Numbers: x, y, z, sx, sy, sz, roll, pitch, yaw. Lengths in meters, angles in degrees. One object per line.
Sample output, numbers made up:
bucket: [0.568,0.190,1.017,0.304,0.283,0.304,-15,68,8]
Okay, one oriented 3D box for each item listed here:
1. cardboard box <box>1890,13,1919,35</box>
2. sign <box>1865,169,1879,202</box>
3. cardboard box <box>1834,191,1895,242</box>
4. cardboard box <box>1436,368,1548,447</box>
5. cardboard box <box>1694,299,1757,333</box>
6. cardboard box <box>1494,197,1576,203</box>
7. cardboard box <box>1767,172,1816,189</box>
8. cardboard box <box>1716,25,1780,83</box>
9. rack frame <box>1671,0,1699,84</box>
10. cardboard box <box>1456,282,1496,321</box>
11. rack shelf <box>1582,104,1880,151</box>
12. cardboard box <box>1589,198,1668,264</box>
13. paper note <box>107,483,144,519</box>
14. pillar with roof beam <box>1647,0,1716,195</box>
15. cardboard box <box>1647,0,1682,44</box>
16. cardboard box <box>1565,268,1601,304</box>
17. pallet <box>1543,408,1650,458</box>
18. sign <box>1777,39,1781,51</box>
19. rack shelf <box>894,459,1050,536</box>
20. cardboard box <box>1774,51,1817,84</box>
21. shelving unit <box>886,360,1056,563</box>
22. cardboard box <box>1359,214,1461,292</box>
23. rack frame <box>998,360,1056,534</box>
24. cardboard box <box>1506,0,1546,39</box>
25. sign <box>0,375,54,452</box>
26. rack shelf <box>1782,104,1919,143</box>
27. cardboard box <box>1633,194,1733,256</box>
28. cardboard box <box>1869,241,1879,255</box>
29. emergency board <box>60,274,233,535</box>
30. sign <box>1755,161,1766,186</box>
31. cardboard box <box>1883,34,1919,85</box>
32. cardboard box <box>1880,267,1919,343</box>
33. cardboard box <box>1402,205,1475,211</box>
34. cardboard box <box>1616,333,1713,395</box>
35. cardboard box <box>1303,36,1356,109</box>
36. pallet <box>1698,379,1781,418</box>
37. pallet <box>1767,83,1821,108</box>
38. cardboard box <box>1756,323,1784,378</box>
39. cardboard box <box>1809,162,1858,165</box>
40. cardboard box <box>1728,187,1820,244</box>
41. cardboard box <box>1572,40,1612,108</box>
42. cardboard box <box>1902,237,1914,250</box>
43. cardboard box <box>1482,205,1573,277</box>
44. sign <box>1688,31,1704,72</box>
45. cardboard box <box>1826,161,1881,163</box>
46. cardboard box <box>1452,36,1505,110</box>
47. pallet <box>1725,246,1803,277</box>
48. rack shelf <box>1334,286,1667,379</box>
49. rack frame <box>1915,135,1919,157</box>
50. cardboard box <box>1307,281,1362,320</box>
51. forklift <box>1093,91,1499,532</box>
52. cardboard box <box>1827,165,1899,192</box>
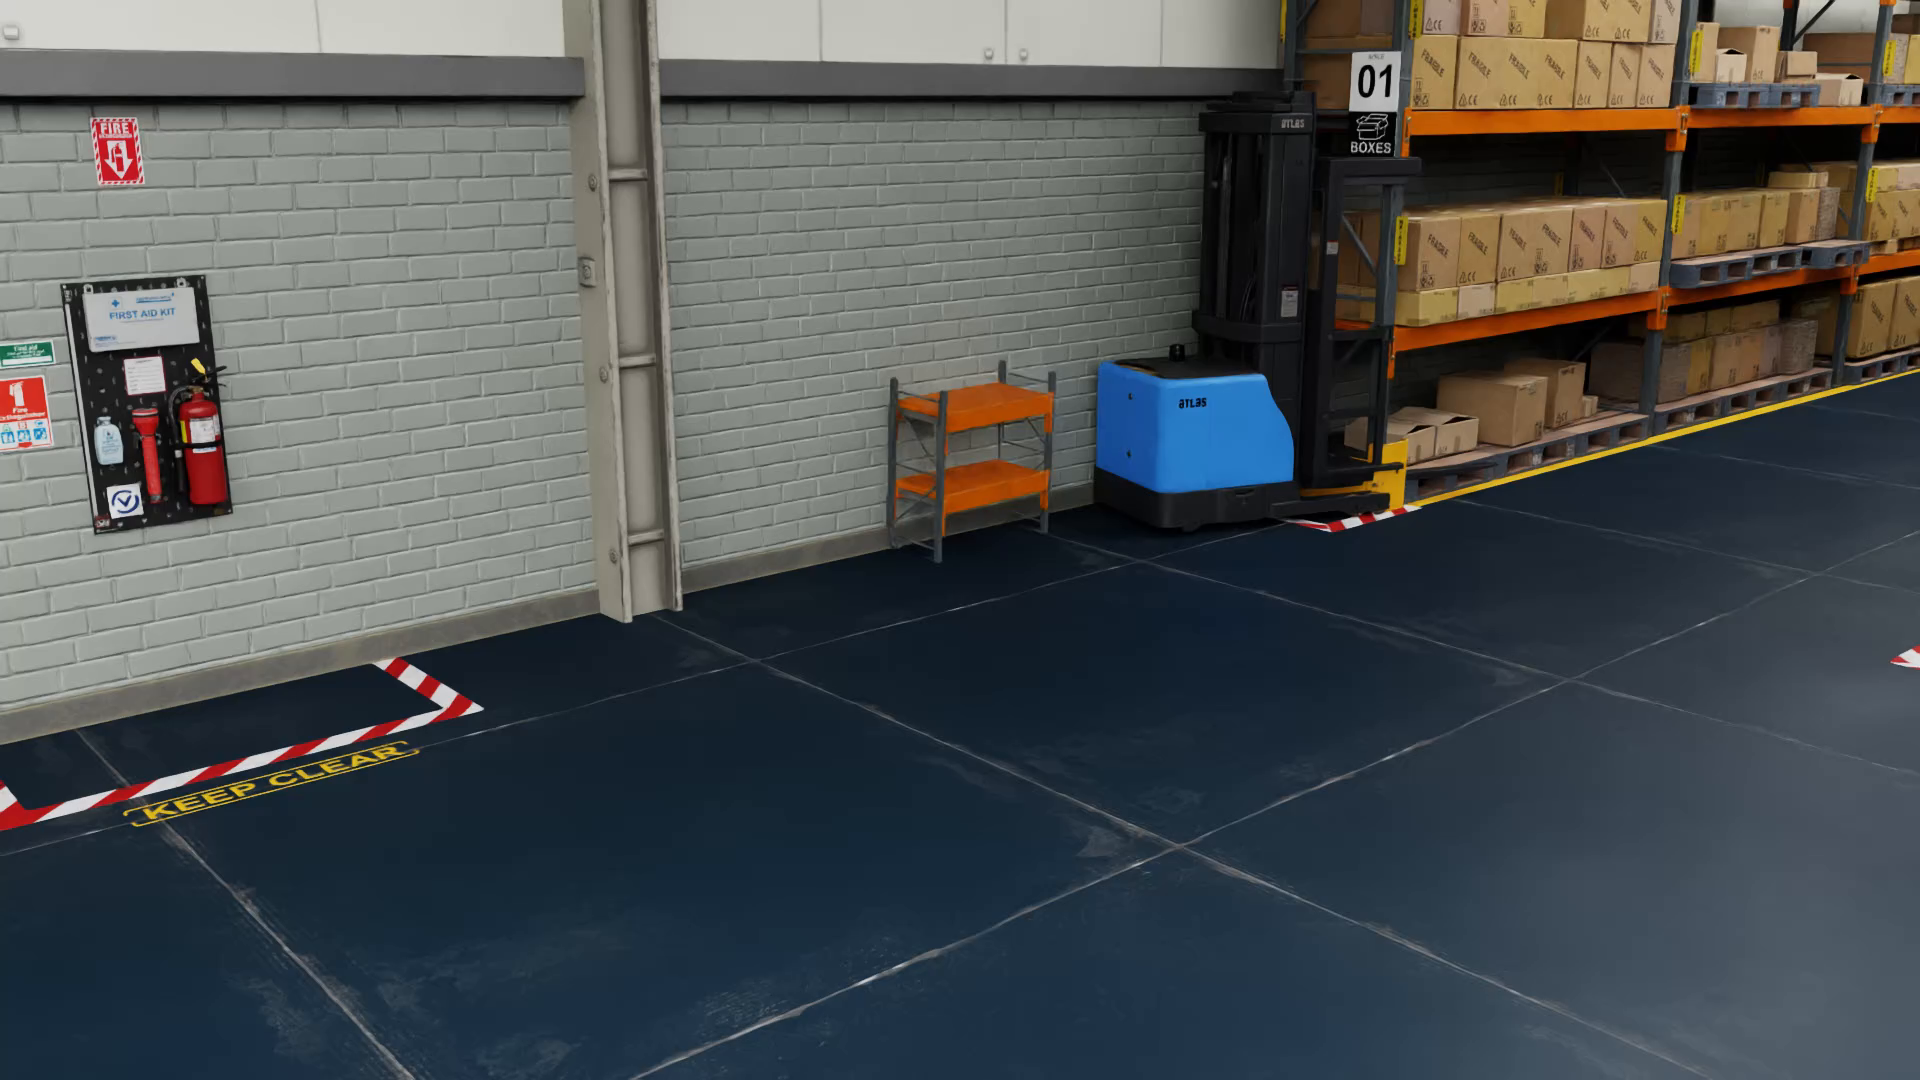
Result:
cardboard box: [10.598,-5.652,18.287,0.500,0.250,0.500,-13,20,-41]
sign: [9.100,-3.539,16.598,0.005,0.325,0.100,-13,19,-39]
cardboard box: [9.271,-3.357,17.195,0.500,0.500,0.500,-12,19,-38]
cardboard box: [4.299,-1.083,13.483,0.500,0.500,0.700,-14,21,-43]
cardboard box: [7.372,-2.185,16.156,0.500,0.250,0.500,-13,20,-40]
cardboard box: [4.835,-2.618,14.039,0.500,0.500,0.500,-13,20,-40]
cardboard box: [8.263,-3.575,16.518,0.380,0.149,0.250,12,19,38]
cardboard box: [7.115,-4.431,15.207,0.500,0.500,0.500,-14,20,-41]
rack frame: [5.719,-5.343,13.816,0.127,3.000,1.000,-13,19,-39]
cardboard box: [3.661,-1.816,12.488,0.500,0.250,0.500,-13,20,-41]
rack shelf: [7.228,-3.885,15.564,4.000,0.370,1.077,-13,19,-39]
cardboard box: [5.566,-2.604,13.985,0.500,0.500,0.500,-13,20,-39]
paper note: [-3.932,-0.184,7.835,0.142,0.148,0.016,-13,19,-39]
pillar with roof beam: [10.014,-5.131,13.021,0.400,9.000,9.100,-13,19,-39]
cardboard box: [5.519,-4.297,13.543,0.500,0.500,0.500,14,20,42]
cardboard box: [4.810,-2.072,13.445,0.500,0.250,0.500,-13,20,-40]
pallet: [5.236,-0.977,14.498,1.213,0.211,1.003,-13,19,-39]
sign: [8.379,-4.969,17.073,0.005,0.325,0.100,-13,19,-39]
rack shelf: [0.066,-0.310,11.122,1.000,0.278,0.538,-15,24,-43]
cardboard box: [7.698,-4.430,15.969,0.637,0.503,0.797,-9,18,-32]
shelving unit: [0.075,-0.543,11.049,1.048,1.125,0.538,-15,24,-43]
cardboard box: [3.259,-2.089,12.057,0.500,0.500,0.500,-13,19,-39]
rack frame: [0.435,-0.638,11.396,0.032,1.125,0.500,-15,24,-43]
cardboard box: [3.943,-3.939,12.203,0.500,0.500,0.500,-12,19,-38]
sign: [-4.238,-0.570,7.503,0.234,0.329,0.001,-13,19,-39]
rack shelf: [10.246,-4.563,18.101,4.000,0.370,1.077,-13,19,-39]
cardboard box: [6.552,-2.878,15.168,0.500,0.500,0.700,-10,18,-34]
cardboard box: [9.333,-3.062,17.350,0.250,0.149,0.380,-12,19,-39]
emergency board: [-3.754,-0.627,7.783,0.643,1.169,0.194,-13,19,-39]
sign: [8.370,-3.789,17.380,0.005,0.325,0.100,-13,19,-39]
cardboard box: [9.856,-5.117,17.735,0.500,0.500,0.700,-11,19,-37]
cardboard box: [10.681,-2.678,18.814,0.750,0.750,0.750,-12,19,-38]
cardboard box: [3.691,-2.360,13.070,0.500,0.500,0.500,-13,20,-41]
cardboard box: [6.620,-1.675,15.699,0.500,0.500,0.700,-13,20,-40]
cardboard box: [2.850,-3.394,12.100,0.500,0.500,0.500,-11,18,-35]
pallet: [7.226,-1.438,16.223,1.213,0.211,1.003,-13,19,-39]
pallet: [7.035,-4.063,15.201,1.003,0.211,1.213,-13,19,-39]
cardboard box: [7.763,-1.931,16.656,0.500,0.500,0.700,-13,20,-39]
cardboard box: [9.302,-3.901,17.779,0.500,0.250,0.500,-13,20,-41]
cardboard box: [7.985,-3.202,16.378,0.700,0.500,0.500,14,20,42]
cardboard box: [4.718,-3.634,12.997,0.500,0.500,0.500,-14,20,-41]
cardboard box: [10.090,-3.245,18.033,0.250,0.149,0.380,-12,19,-39]
cardboard box: [4.414,-2.347,13.022,0.500,0.500,0.500,-12,19,-38]
sign: [6.081,-4.039,13.746,0.005,0.325,0.100,-13,19,-39]
cardboard box: [9.691,-3.987,18.102,0.500,0.250,0.500,-13,20,-41]
cardboard box: [3.547,-3.366,11.995,0.500,0.500,0.500,-11,19,-36]
pallet: [7.270,-2.686,15.866,1.213,0.211,1.003,-13,19,-39]
rack shelf: [4.210,-1.758,13.415,4.000,0.370,1.077,-13,19,-39]
rack frame: [11.754,-3.800,19.664,0.127,3.000,1.000,-13,19,-39]
cardboard box: [2.927,-1.821,12.508,0.500,0.250,0.500,-12,19,-39]
forklift: [2.537,-1.697,11.922,3.031,2.935,1.130,-6,16,-22]
cardboard box: [9.270,-3.718,17.095,0.500,0.250,0.500,-12,19,-38]
